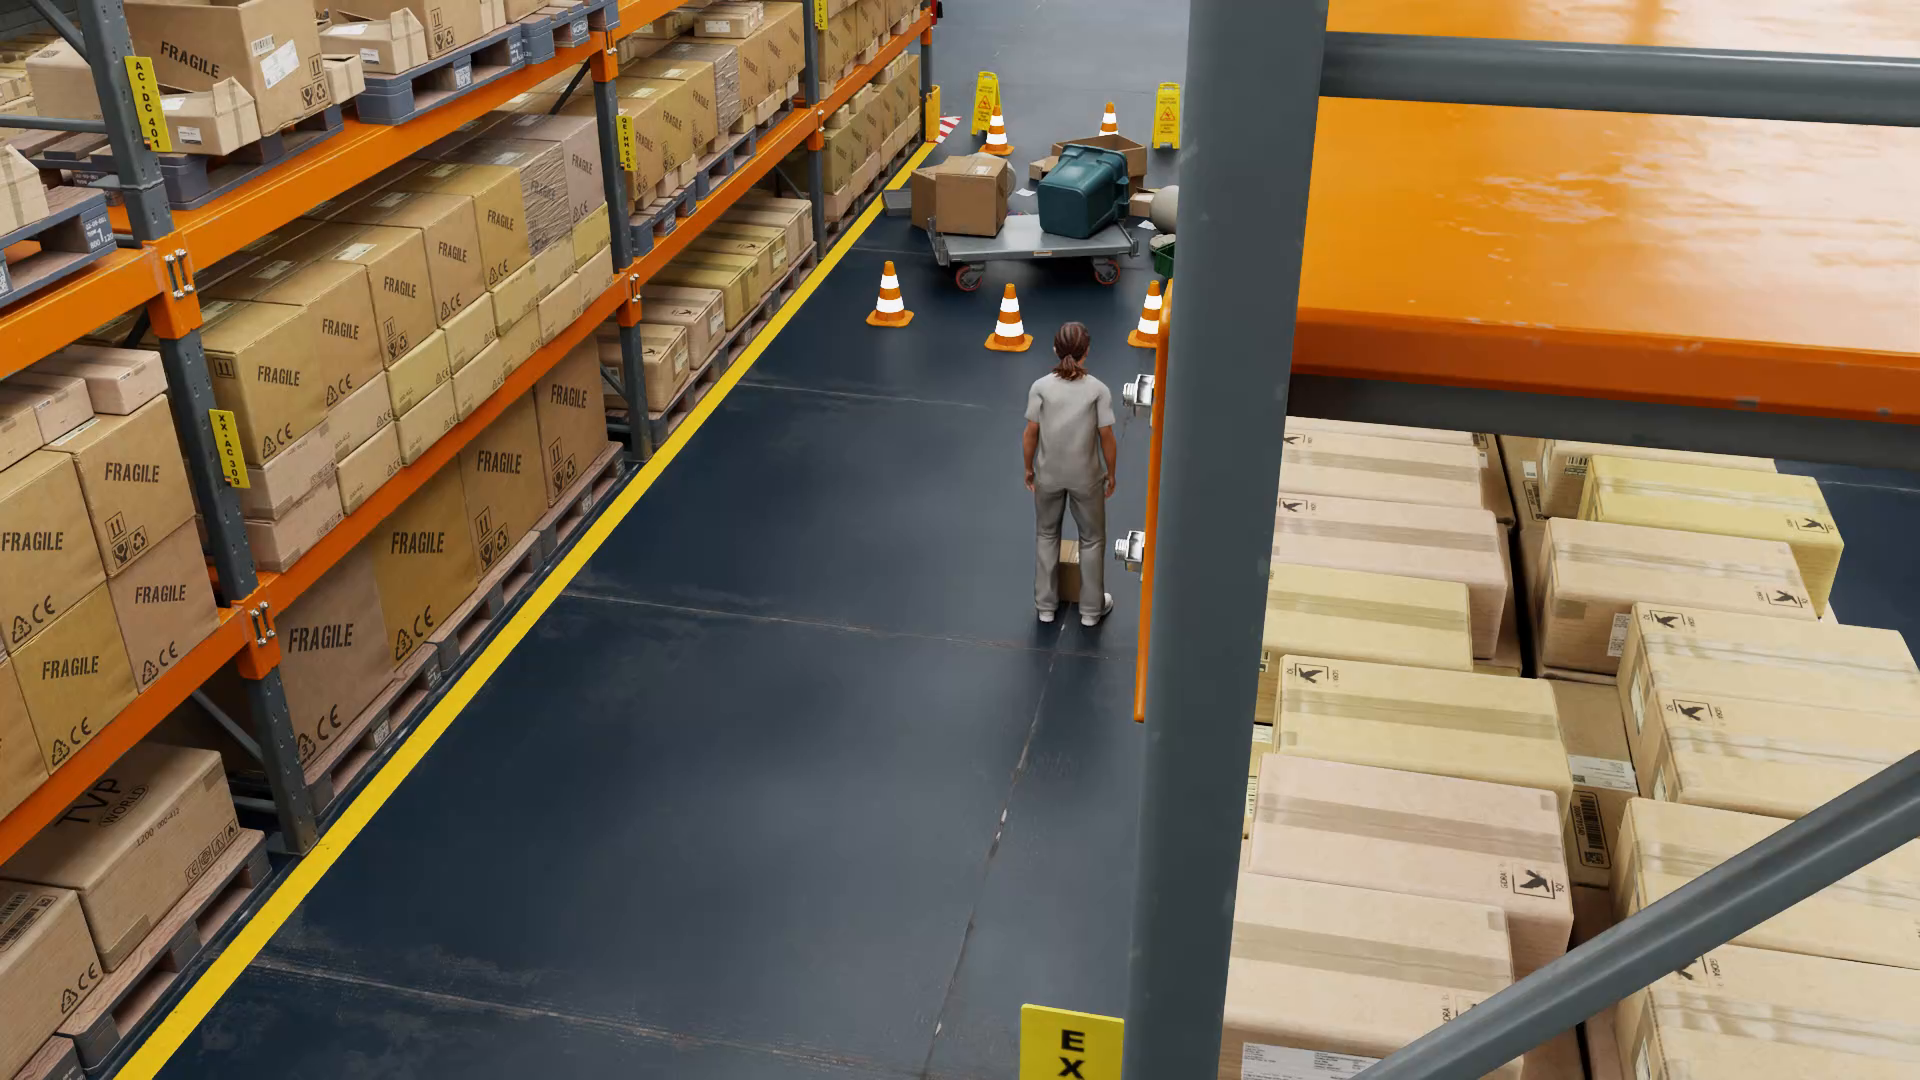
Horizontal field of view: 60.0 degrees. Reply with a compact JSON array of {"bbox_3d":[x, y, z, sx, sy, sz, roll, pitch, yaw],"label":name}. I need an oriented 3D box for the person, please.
[{"bbox_3d":[0.577,-0.331,8.727,0.495,1.672,0.352,6,29,10],"label":"person"}]
